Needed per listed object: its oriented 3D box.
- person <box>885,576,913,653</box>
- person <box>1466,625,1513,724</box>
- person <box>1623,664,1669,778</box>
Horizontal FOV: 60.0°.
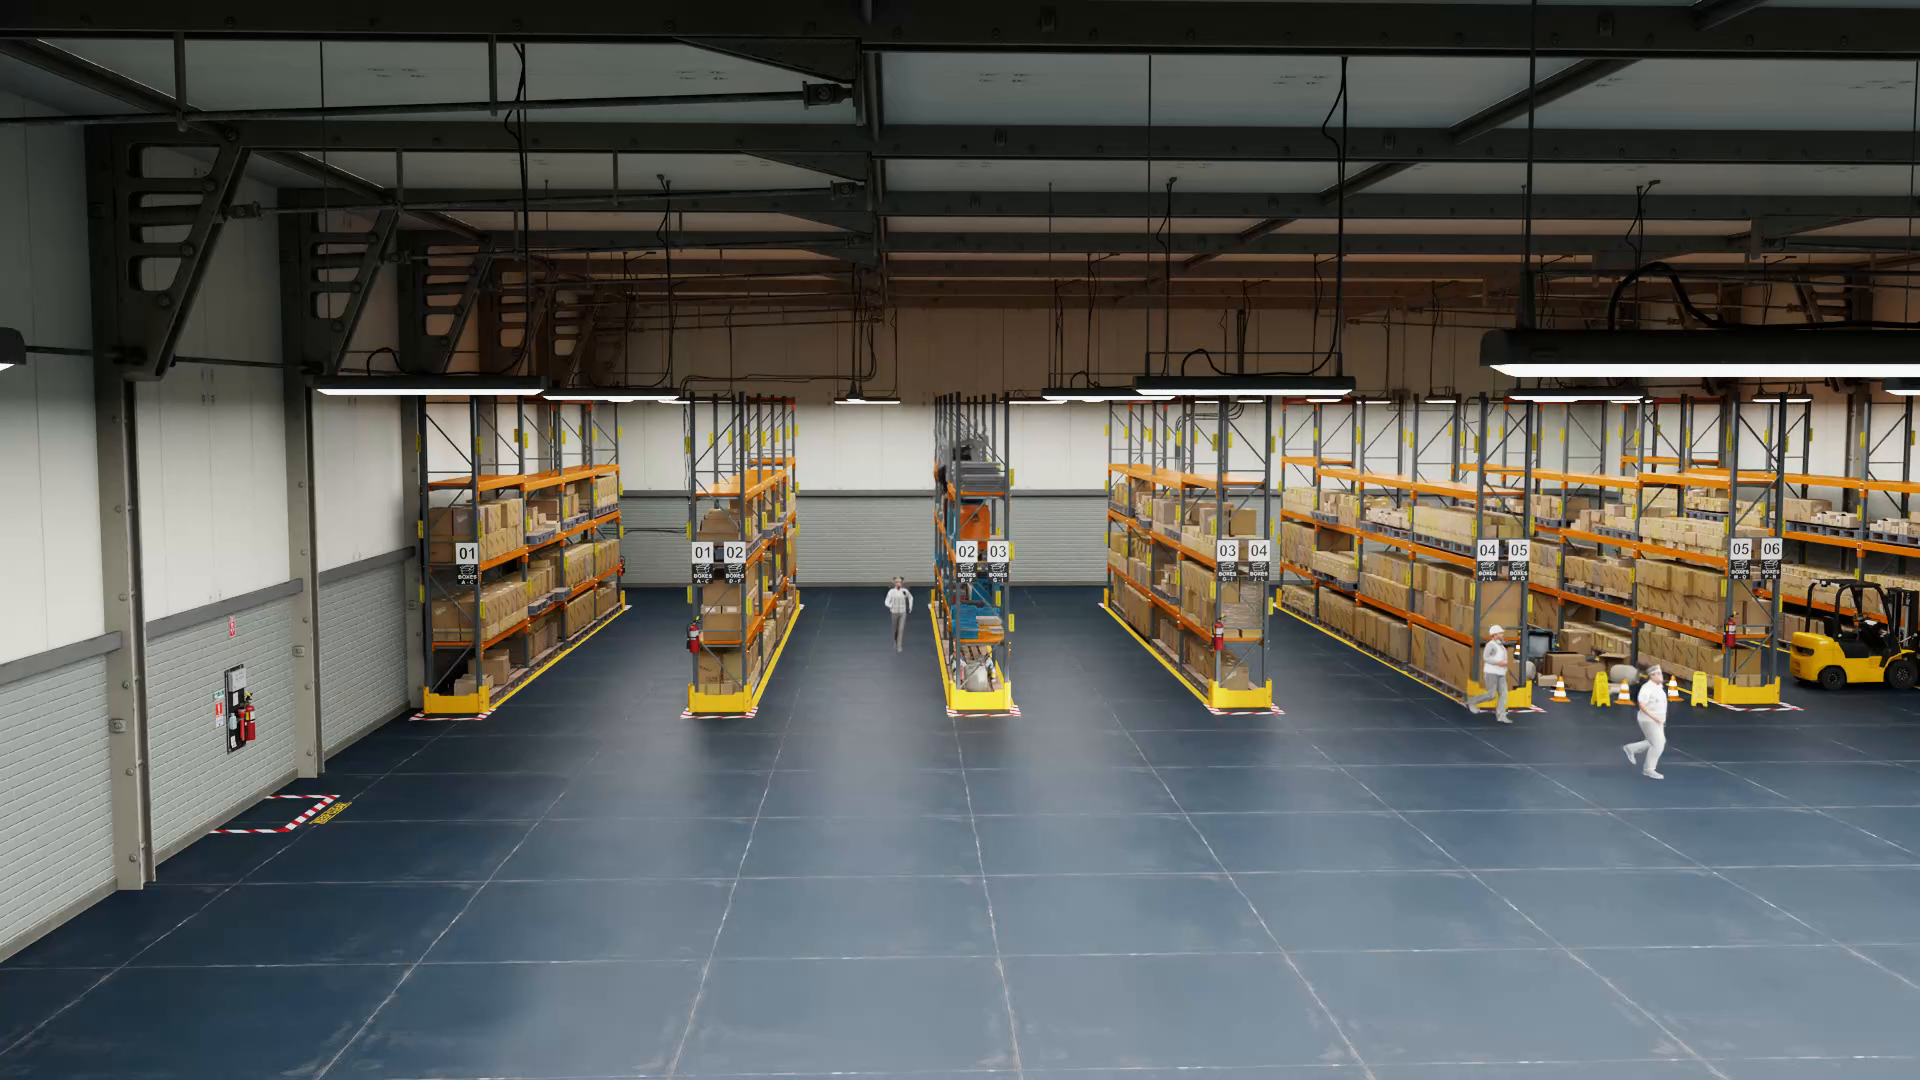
[{"bbox_3d":[-1.343,1.633,36.937,0.630,1.662,0.852,0,5,-3],"label":"person"},{"bbox_3d":[9.744,2.431,30.322,0.671,1.761,0.911,-4,6,-42],"label":"person"},{"bbox_3d":[10.657,2.789,25.852,0.667,1.770,0.669,4,6,38],"label":"person"}]
